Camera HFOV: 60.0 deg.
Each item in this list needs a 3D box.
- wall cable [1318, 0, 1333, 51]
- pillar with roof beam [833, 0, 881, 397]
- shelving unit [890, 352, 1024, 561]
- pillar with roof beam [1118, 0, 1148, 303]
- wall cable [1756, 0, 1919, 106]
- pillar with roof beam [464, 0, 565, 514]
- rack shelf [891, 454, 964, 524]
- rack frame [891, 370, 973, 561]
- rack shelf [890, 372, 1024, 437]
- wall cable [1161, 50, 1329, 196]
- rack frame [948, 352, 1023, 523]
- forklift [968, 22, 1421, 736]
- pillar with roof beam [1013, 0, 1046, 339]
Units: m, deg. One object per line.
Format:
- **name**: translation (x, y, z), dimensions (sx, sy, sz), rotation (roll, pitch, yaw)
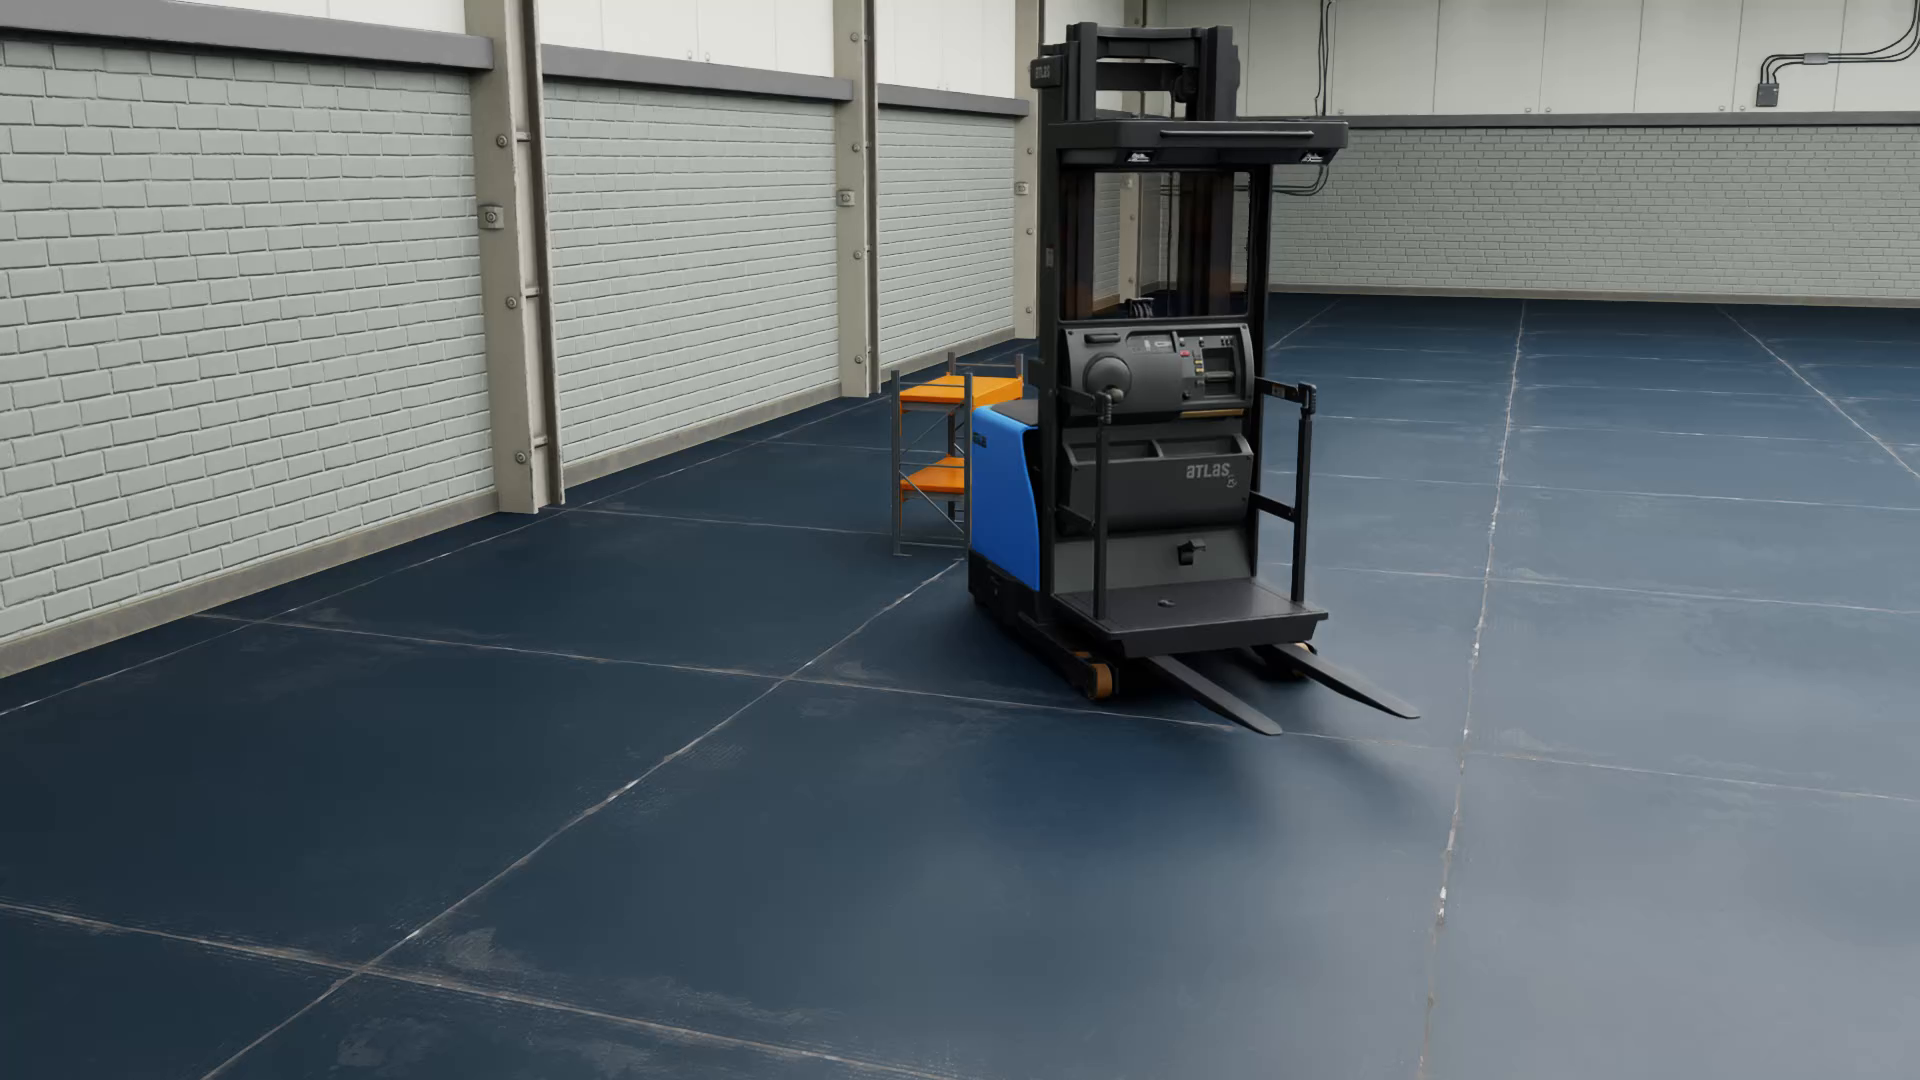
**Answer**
- **wall cable**: translation (7.621, -9.685, 28.327), dimensions (3.097, 2.526, 0.112), rotation (4, 14, 18)
- **pillar with roof beam**: translation (3.048, -5.570, 14.668), dimensions (9.100, 9.000, 0.400), rotation (4, 14, 18)
- **shelving unit**: translation (-0.002, -0.547, 10.357), dimensions (0.538, 1.125, 1.048), rotation (4, 14, 18)
- **pillar with roof beam**: translation (6.931, -8.097, 25.738), dimensions (9.100, 9.000, 0.400), rotation (4, 14, 18)
- **wall cable**: translation (14.039, -9.903, 26.009), dimensions (2.305, 6.003, 0.169), rotation (4, 14, 18)
- **pillar with roof beam**: translation (1.107, -4.307, 9.133), dimensions (9.100, 9.000, 0.400), rotation (4, 14, 18)
- **rack shelf**: translation (-0.002, -0.309, 10.411), dimensions (0.538, 0.278, 1.000), rotation (4, 14, 18)
- **rack frame**: translation (-0.167, -0.440, 9.888), dimensions (0.500, 1.125, 0.032), rotation (4, 14, 18)
- **rack shelf**: translation (-0.002, -0.832, 10.291), dimensions (0.538, 0.278, 1.000), rotation (4, 14, 18)
- **wall cable**: translation (5.062, -7.418, 29.742), dimensions (3.097, 2.526, 0.112), rotation (4, 14, 18)
- **rack frame**: translation (0.162, -0.654, 10.825), dimensions (0.500, 1.125, 0.032), rotation (4, 14, 18)
- **forklift**: translation (0.997, -0.820, 7.493), dimensions (1.130, 2.935, 3.031), rotation (-4, 14, -18)
- **pillar with roof beam**: translation (4.989, -6.833, 20.203), dimensions (9.100, 9.000, 0.400), rotation (4, 14, 18)
